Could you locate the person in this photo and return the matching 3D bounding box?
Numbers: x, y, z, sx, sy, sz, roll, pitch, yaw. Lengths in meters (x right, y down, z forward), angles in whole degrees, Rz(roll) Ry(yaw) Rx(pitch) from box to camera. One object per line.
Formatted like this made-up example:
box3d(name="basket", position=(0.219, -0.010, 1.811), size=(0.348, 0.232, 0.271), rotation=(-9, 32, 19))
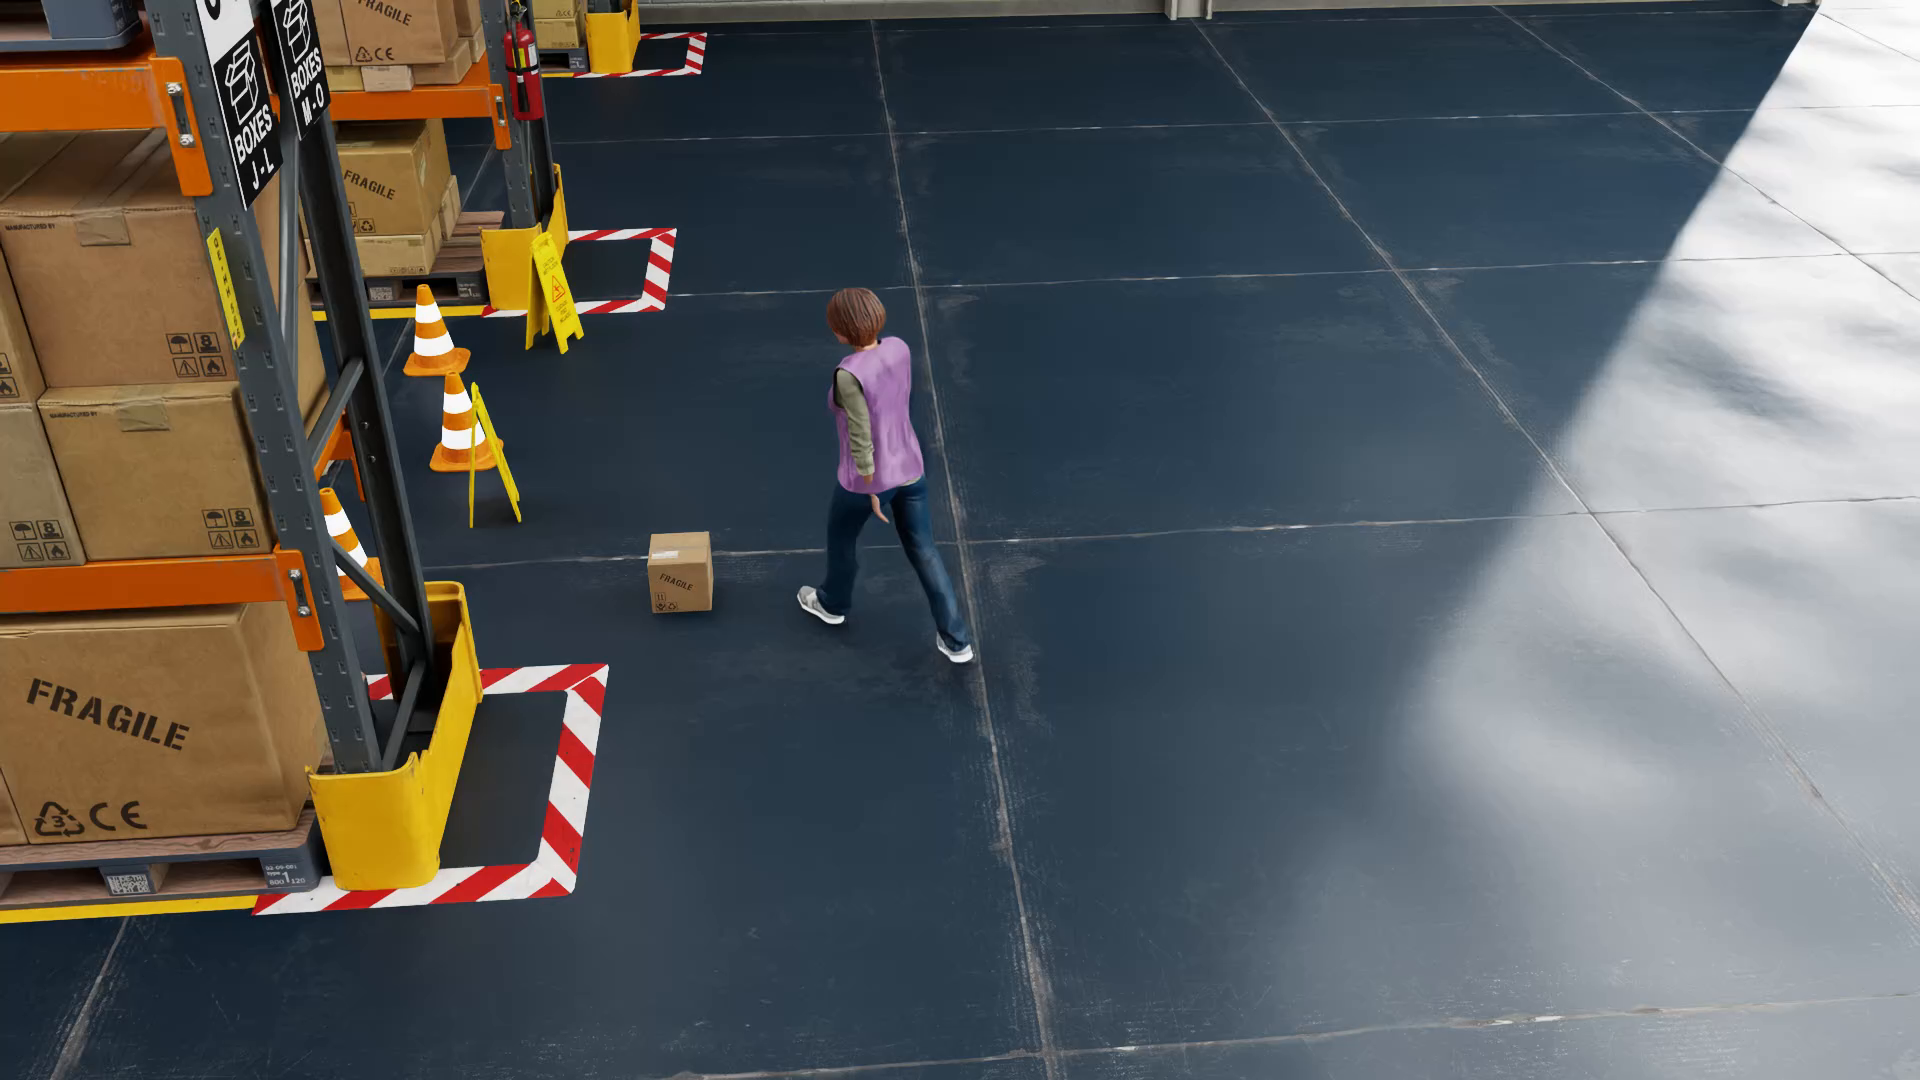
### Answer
box3d(name="person", position=(-0.304, -0.265, 6.582), size=(0.396, 1.541, 0.916), rotation=(-25, 39, -34))
